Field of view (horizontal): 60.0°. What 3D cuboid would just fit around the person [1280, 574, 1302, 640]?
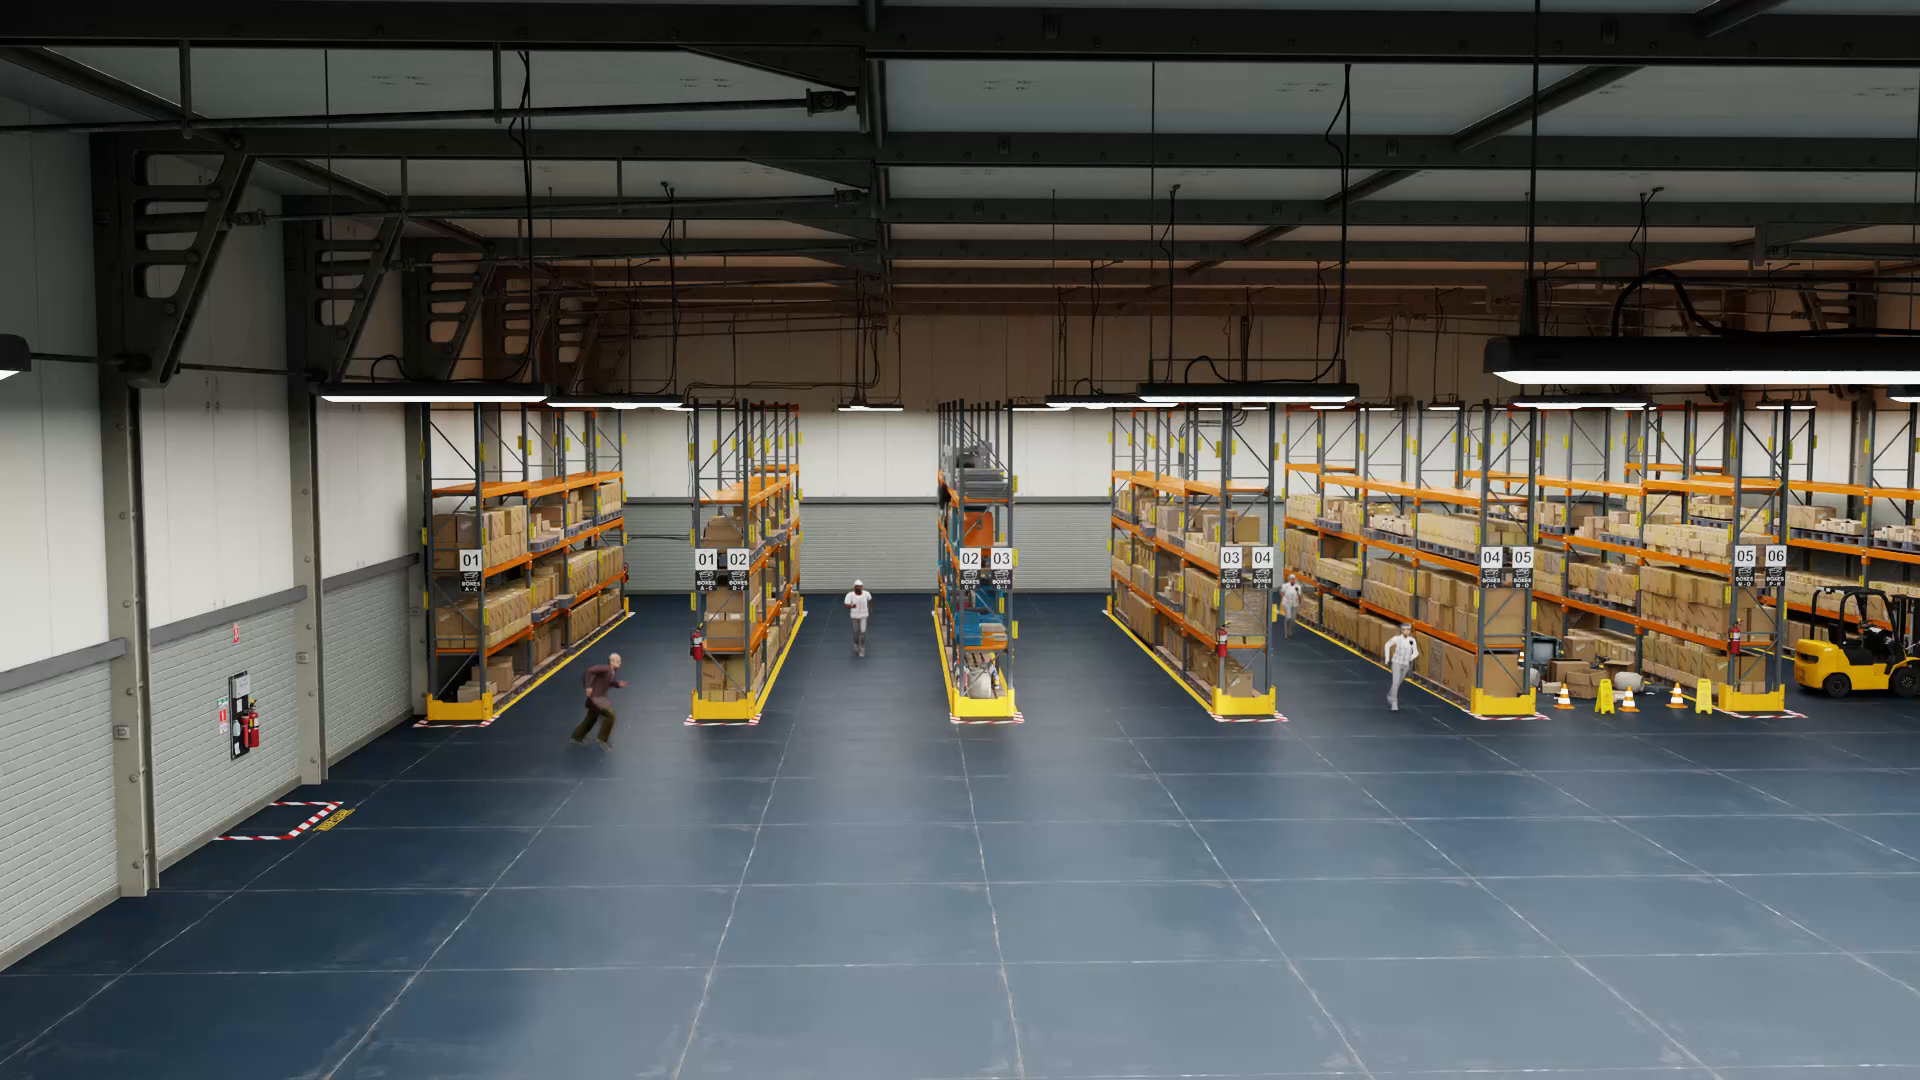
[{"bbox_3d":[8.449,1.700,42.384,0.497,1.683,0.789,-1,4,-7],"label":"person"}]

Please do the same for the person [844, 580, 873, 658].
[{"bbox_3d":[-2.400,1.847,39.360,0.664,1.823,0.870,0,4,-4],"label":"person"}]

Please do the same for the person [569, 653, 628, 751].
[{"bbox_3d":[-6.179,2.775,28.256,1.061,1.712,0.756,1,4,12],"label":"person"}]

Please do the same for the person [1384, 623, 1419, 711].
[{"bbox_3d":[8.568,2.414,32.254,0.633,1.650,0.922,0,4,-5],"label":"person"}]
